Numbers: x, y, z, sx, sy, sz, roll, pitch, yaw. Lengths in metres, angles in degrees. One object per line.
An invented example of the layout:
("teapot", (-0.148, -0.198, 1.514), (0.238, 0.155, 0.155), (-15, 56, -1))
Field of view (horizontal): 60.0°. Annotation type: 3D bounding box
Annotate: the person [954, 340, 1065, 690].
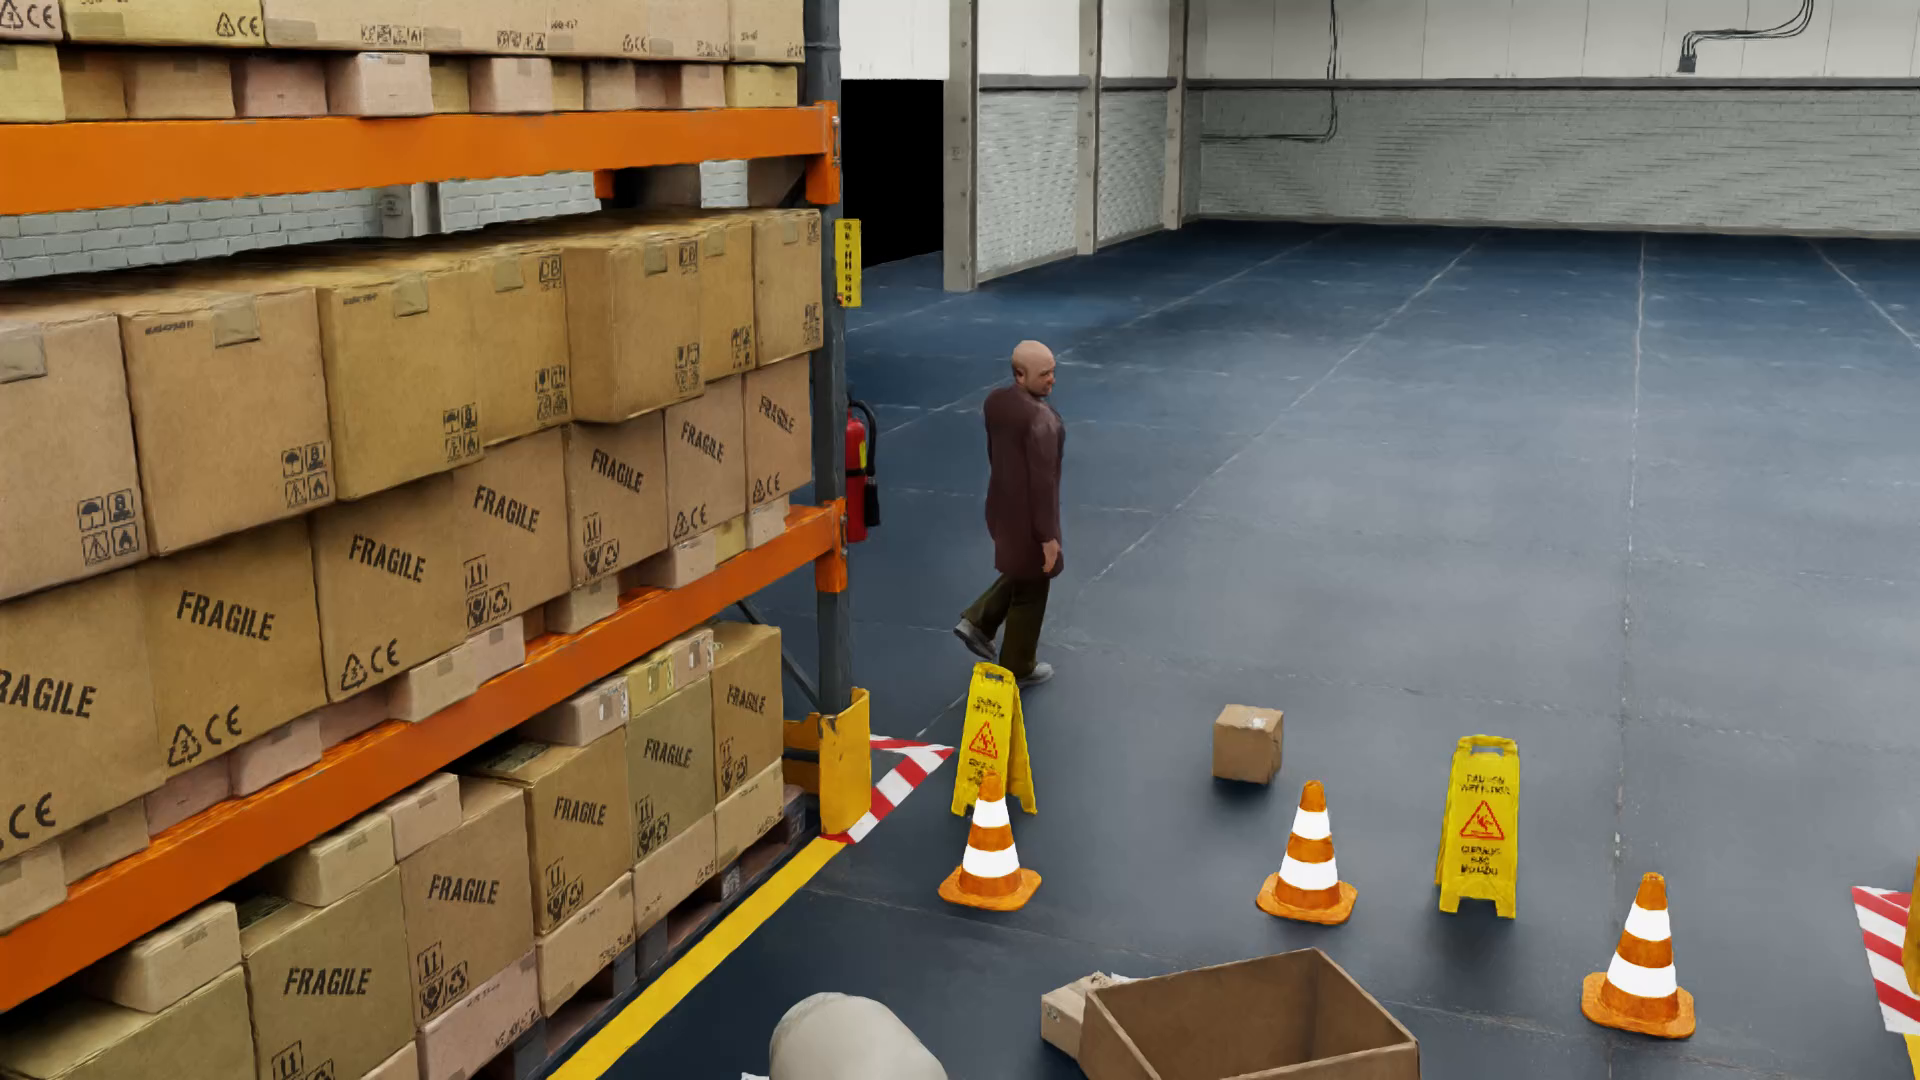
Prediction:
("person", (0.323, -0.092, 7.909), (0.547, 1.764, 0.682), (-9, 18, -30))
